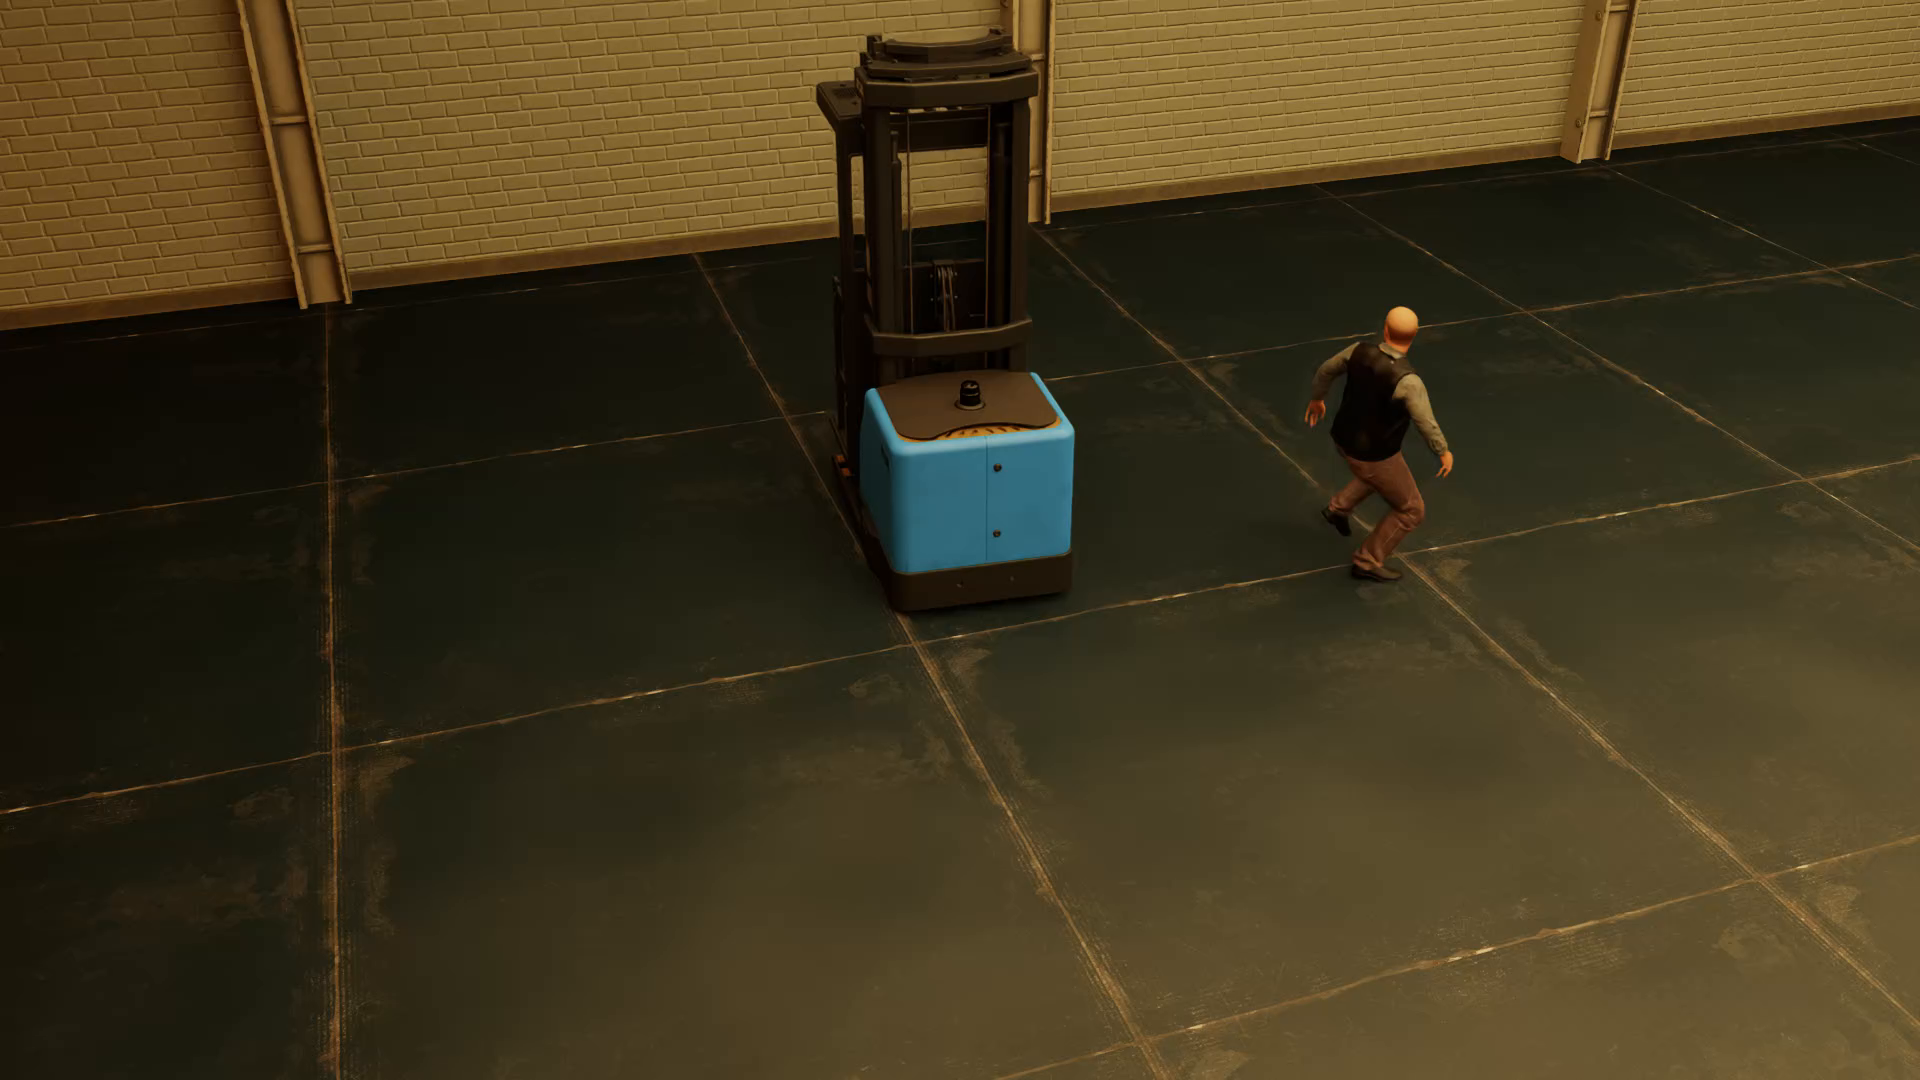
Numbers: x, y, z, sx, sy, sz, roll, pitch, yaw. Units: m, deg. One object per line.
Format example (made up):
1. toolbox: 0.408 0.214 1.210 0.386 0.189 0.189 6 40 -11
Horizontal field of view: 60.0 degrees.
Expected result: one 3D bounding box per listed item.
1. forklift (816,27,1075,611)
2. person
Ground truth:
1. forklift: -0.206 -1.597 9.863 1.130 2.935 3.031 -7 31 -12
2. person: 2.369 -0.521 9.431 0.596 1.523 0.802 -8 31 -14
